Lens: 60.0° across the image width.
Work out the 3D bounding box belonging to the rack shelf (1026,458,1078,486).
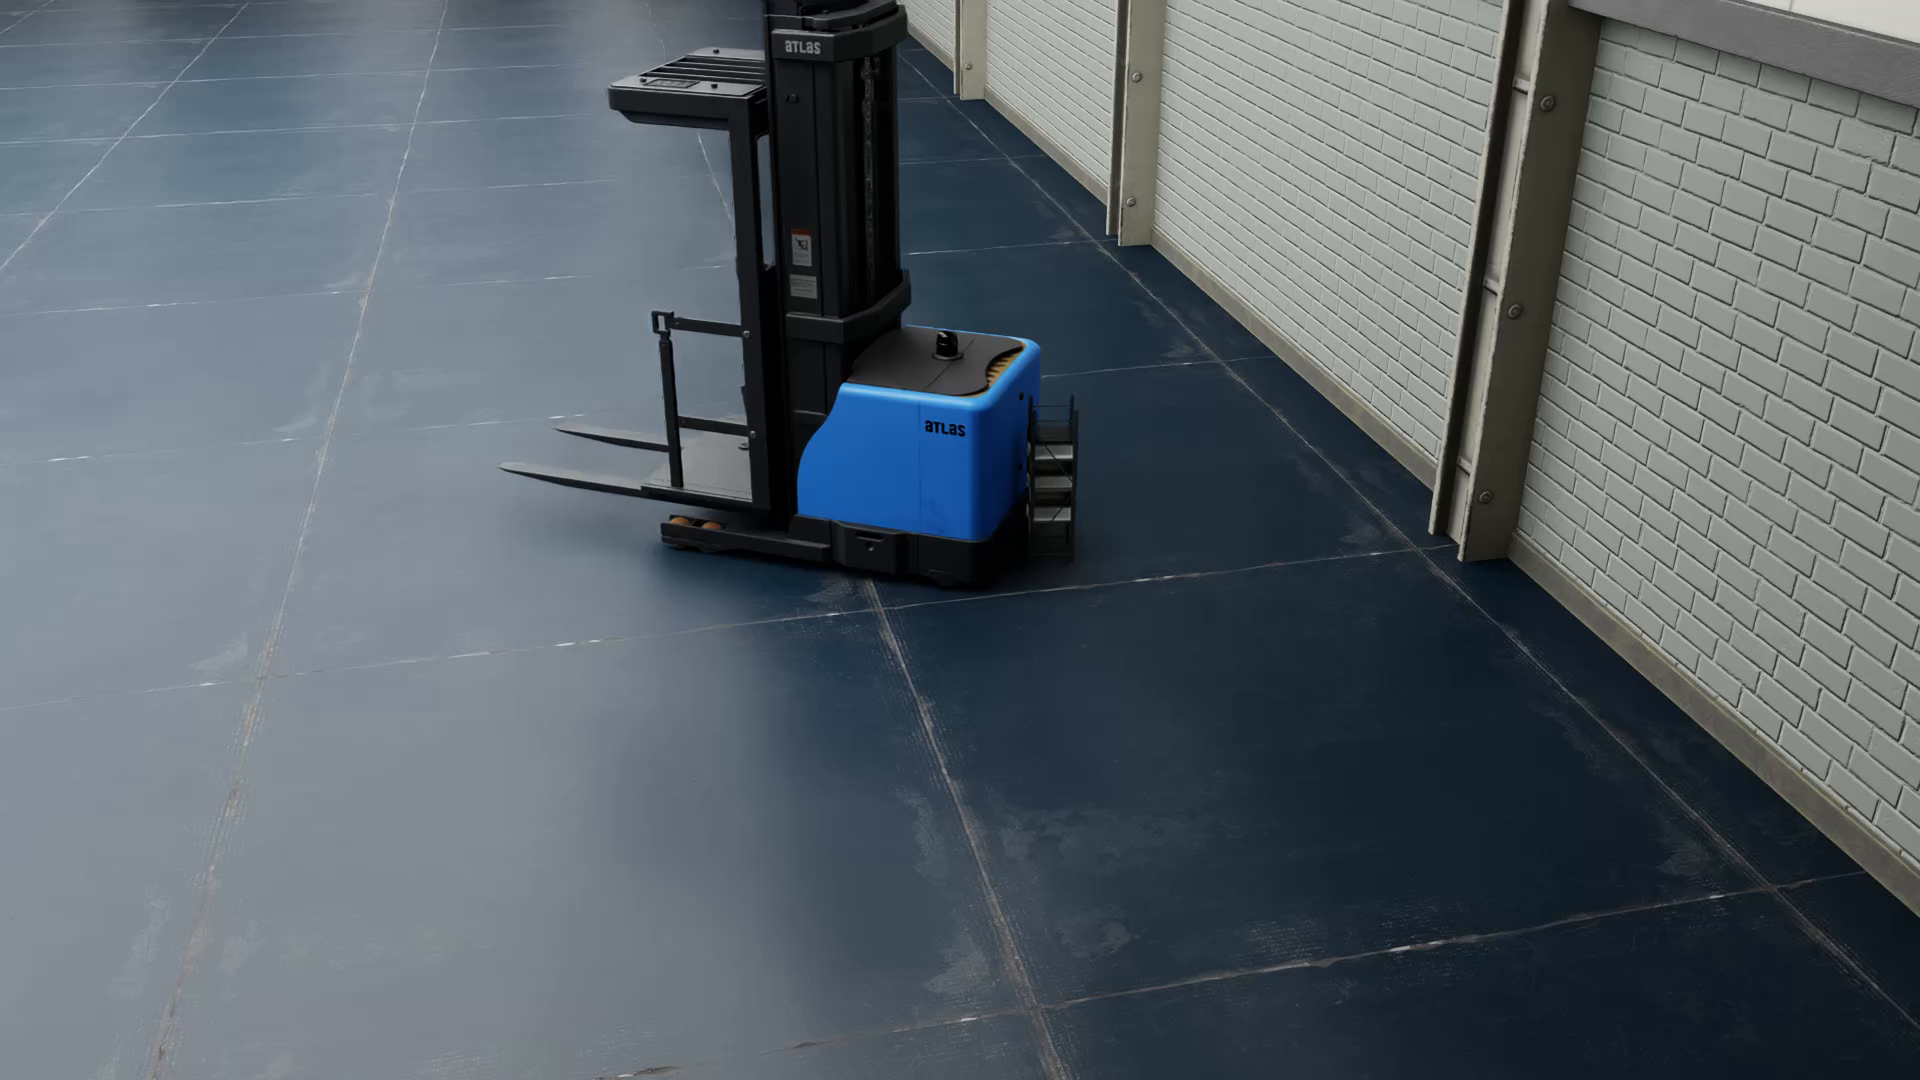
[{"bbox_3d":[0.487,-0.366,8.850,0.258,0.077,0.200,-1,27,-2],"label":"rack shelf"}]

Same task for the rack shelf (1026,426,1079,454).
[{"bbox_3d":[0.487,-0.526,8.769,0.258,0.077,0.200,-1,27,-2],"label":"rack shelf"}]

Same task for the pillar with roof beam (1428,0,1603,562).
[{"bbox_3d":[-1.368,-3.563,6.321,9.100,9.000,0.400,-6,27,-12],"label":"pillar with roof beam"}]

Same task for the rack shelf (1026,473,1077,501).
[{"bbox_3d":[0.487,-0.285,8.891,0.258,0.077,0.200,-1,27,-2],"label":"rack shelf"}]

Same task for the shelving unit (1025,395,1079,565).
[{"bbox_3d":[0.487,-0.315,8.876,0.258,0.900,0.210,-1,27,-2],"label":"shelving unit"}]

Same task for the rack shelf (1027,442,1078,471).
[{"bbox_3d":[0.487,-0.446,8.810,0.258,0.077,0.200,-1,27,-2],"label":"rack shelf"}]

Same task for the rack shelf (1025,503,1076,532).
[{"bbox_3d":[0.487,-0.125,8.972,0.258,0.077,0.200,-1,27,-2],"label":"rack shelf"}]

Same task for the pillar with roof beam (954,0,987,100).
[{"bbox_3d":[-4.073,-8.831,16.759,9.100,9.000,0.400,-6,27,-12],"label":"pillar with roof beam"}]

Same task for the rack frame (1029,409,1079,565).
[{"bbox_3d":[0.492,-0.269,8.785,0.240,0.900,0.006,-1,27,-2],"label":"rack frame"}]

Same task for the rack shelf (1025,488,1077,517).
[{"bbox_3d":[0.487,-0.205,8.931,0.258,0.077,0.200,-1,27,-2],"label":"rack shelf"}]

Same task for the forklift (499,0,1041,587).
[{"bbox_3d":[-1.122,-1.450,8.870,3.031,2.935,1.130,9,28,17],"label":"forklift"}]

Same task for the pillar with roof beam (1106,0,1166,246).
[{"bbox_3d":[-2.721,-6.197,11.540,9.100,9.000,0.400,-6,27,-12],"label":"pillar with roof beam"}]

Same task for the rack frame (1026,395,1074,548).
[{"bbox_3d":[0.483,-0.361,8.966,0.240,0.900,0.006,-1,27,-2],"label":"rack frame"}]
